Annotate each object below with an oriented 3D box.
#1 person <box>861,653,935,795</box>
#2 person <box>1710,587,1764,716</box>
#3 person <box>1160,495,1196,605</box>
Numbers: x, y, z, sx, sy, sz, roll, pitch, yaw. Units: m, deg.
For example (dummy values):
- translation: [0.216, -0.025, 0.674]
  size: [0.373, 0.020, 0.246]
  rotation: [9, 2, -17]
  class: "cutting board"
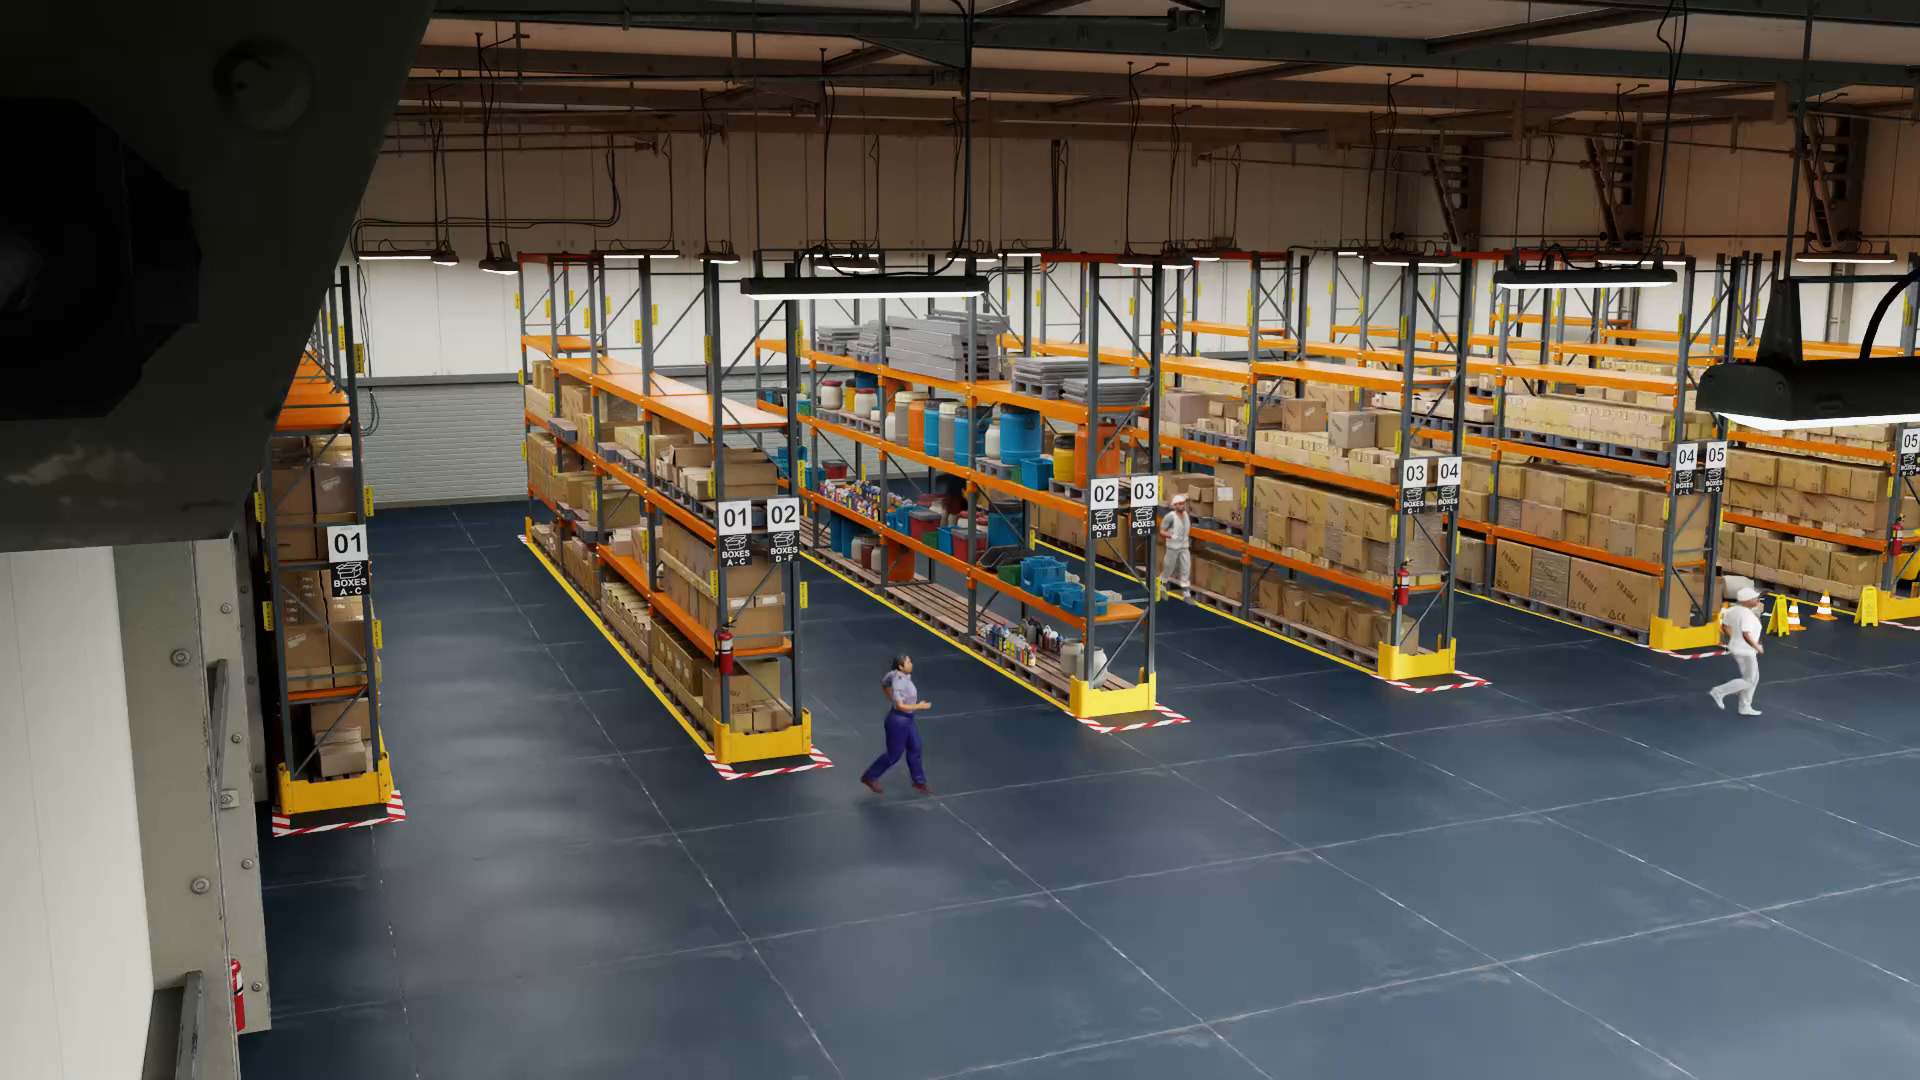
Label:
- translation: [-0.710, 2.118, 18.941]
  size: [0.846, 1.706, 0.621]
  rotation: [1, 10, 3]
  class: "person"
- translation: [10.373, 1.488, 22.133]
  size: [0.723, 1.740, 0.706]
  rotation: [1, 10, 6]
  class: "person"
- translation: [3.596, 0.165, 27.529]
  size: [0.649, 1.823, 0.937]
  rotation: [-5, 12, -27]
  class: "person"
